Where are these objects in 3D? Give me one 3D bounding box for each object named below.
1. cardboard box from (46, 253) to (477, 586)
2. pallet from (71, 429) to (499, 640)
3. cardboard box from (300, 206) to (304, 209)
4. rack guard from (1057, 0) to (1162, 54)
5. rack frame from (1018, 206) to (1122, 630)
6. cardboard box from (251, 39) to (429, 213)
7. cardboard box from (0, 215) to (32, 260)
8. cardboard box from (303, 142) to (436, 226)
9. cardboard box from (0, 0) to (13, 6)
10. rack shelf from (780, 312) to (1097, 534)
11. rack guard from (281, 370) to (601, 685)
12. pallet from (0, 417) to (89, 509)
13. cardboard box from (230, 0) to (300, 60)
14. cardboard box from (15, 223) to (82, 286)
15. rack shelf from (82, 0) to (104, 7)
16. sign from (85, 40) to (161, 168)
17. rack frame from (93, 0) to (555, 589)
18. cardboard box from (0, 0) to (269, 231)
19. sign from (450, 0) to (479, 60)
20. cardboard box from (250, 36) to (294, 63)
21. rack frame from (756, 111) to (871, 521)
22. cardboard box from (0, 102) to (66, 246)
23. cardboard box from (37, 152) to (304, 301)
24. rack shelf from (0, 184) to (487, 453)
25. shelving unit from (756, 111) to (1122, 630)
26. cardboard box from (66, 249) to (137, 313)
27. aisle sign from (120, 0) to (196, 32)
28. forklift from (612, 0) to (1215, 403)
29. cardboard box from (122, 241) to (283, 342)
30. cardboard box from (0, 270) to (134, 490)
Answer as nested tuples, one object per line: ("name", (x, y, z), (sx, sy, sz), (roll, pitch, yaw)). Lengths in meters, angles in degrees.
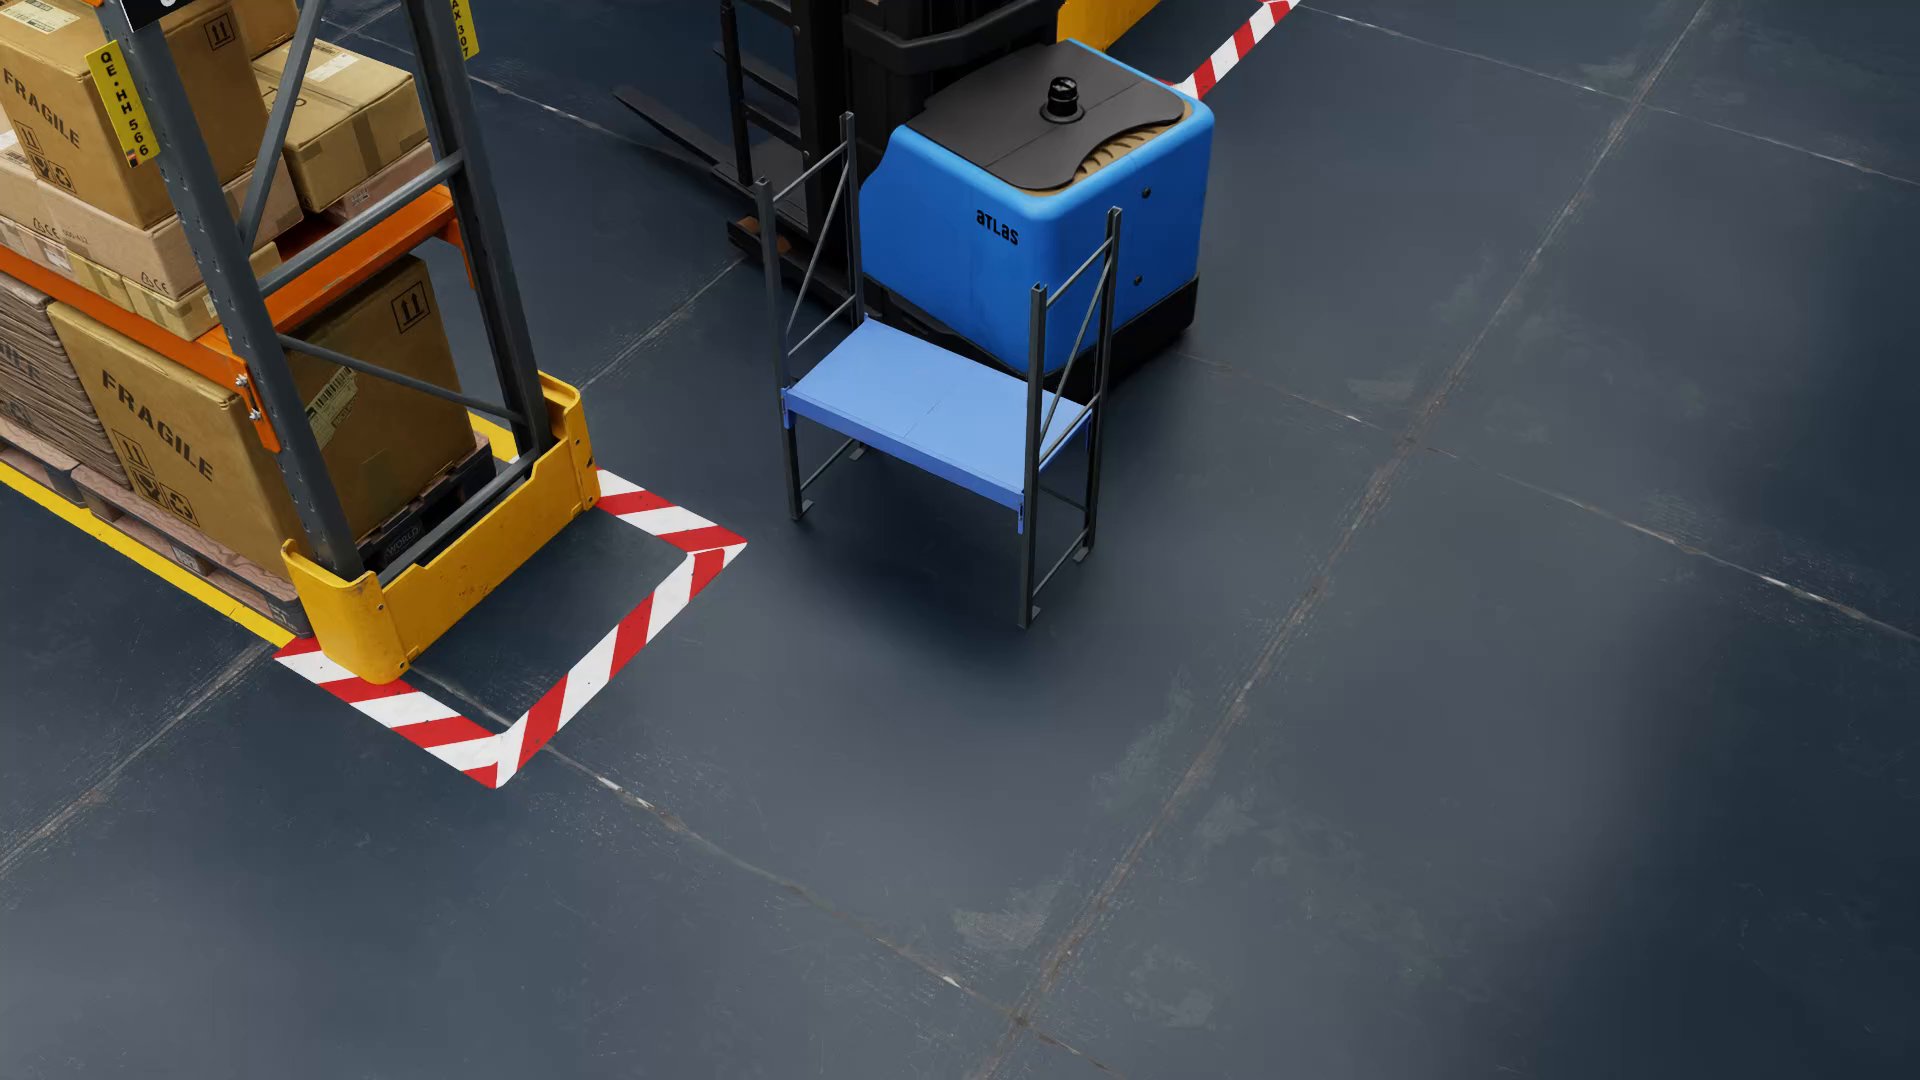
("cardboard box", (-2.422, -0.559, 5.890), (0.875, 0.875, 0.875), (25, 51, 22))
("pallet", (-2.555, -0.244, 6.340), (1.213, 0.211, 1.003), (25, 51, 22))
("cardboard box", (-2.178, -1.301, 5.598), (0.250, 0.149, 0.380), (24, 50, 22))
("rack guard", (0.861, -3.071, 8.885), (0.348, 0.500, 1.175), (25, 51, 22))
("rack frame", (0.356, -0.359, 5.553), (0.032, 1.500, 0.500), (25, 51, 22))
("cardboard box", (-2.098, -1.354, 5.371), (0.500, 0.250, 0.500), (23, 50, 21))
("cardboard box", (-2.959, -1.100, 5.403), (0.250, 0.149, 0.380), (26, 51, 23))
("cardboard box", (-1.961, -1.203, 5.502), (0.250, 0.149, 0.380), (25, 51, 23))
("cardboard box", (-2.959, -2.006, 5.482), (0.500, 0.500, 0.500), (23, 50, 21))
("rack shelf", (-0.072, -0.430, 5.873), (1.000, 0.185, 0.538), (25, 51, 22))
("rack guard", (-1.820, -0.073, 5.972), (0.348, 0.500, 1.175), (25, 51, 22))
("pallet", (-3.578, -0.717, 6.800), (1.213, 0.211, 1.003), (25, 51, 22))
("cardboard box", (-2.519, -1.809, 5.290), (0.500, 0.500, 0.500), (24, 50, 21))
("cardboard box", (-2.749, -1.003, 5.308), (0.250, 0.149, 0.380), (25, 51, 22))
("rack shelf", (-3.524, -2.522, 5.020), (4.000, 0.370, 1.077), (25, 51, 22))
("sign", (-2.145, -1.117, 4.272), (0.005, 0.325, 0.100), (25, 51, 22))
("rack frame", (-1.840, -0.953, 5.085), (0.127, 3.000, 1.000), (25, 51, 22))
("cardboard box", (-2.392, -1.296, 4.792), (0.500, 0.500, 0.500), (25, 51, 23))
("sign", (-1.536, -1.615, 5.069), (0.005, 0.325, 0.100), (25, 51, 22))
("cardboard box", (-2.540, -1.551, 5.563), (0.500, 0.250, 0.500), (24, 51, 22))
("rack frame", (-0.500, -0.753, 5.935), (0.032, 1.500, 0.500), (25, 51, 22))
("cardboard box", (-2.818, -1.229, 5.250), (0.500, 0.250, 0.500), (24, 50, 21))
("cardboard box", (-2.391, -1.032, 5.059), (0.500, 0.250, 0.500), (24, 50, 22))
("rack shelf", (-3.524, -1.477, 6.095), (4.000, 0.370, 1.077), (25, 51, 22))
("shelving unit", (-0.072, -0.556, 5.744), (1.048, 1.500, 0.538), (25, 51, 22))
("cardboard box", (-2.537, -0.905, 5.213), (0.250, 0.149, 0.380), (25, 51, 22))
("aisle sign", (-1.942, -1.650, 3.950), (0.004, 0.787, 0.394), (25, 51, 22))
("forklift", (-0.394, -2.439, 6.576), (1.130, 2.935, 3.031), (-35, 55, -29))
("cardboard box", (-2.318, -0.805, 5.116), (0.250, 0.149, 0.380), (26, 51, 23))
("cardboard box", (-3.188, -0.911, 6.233), (0.875, 0.875, 0.875), (25, 51, 22))
